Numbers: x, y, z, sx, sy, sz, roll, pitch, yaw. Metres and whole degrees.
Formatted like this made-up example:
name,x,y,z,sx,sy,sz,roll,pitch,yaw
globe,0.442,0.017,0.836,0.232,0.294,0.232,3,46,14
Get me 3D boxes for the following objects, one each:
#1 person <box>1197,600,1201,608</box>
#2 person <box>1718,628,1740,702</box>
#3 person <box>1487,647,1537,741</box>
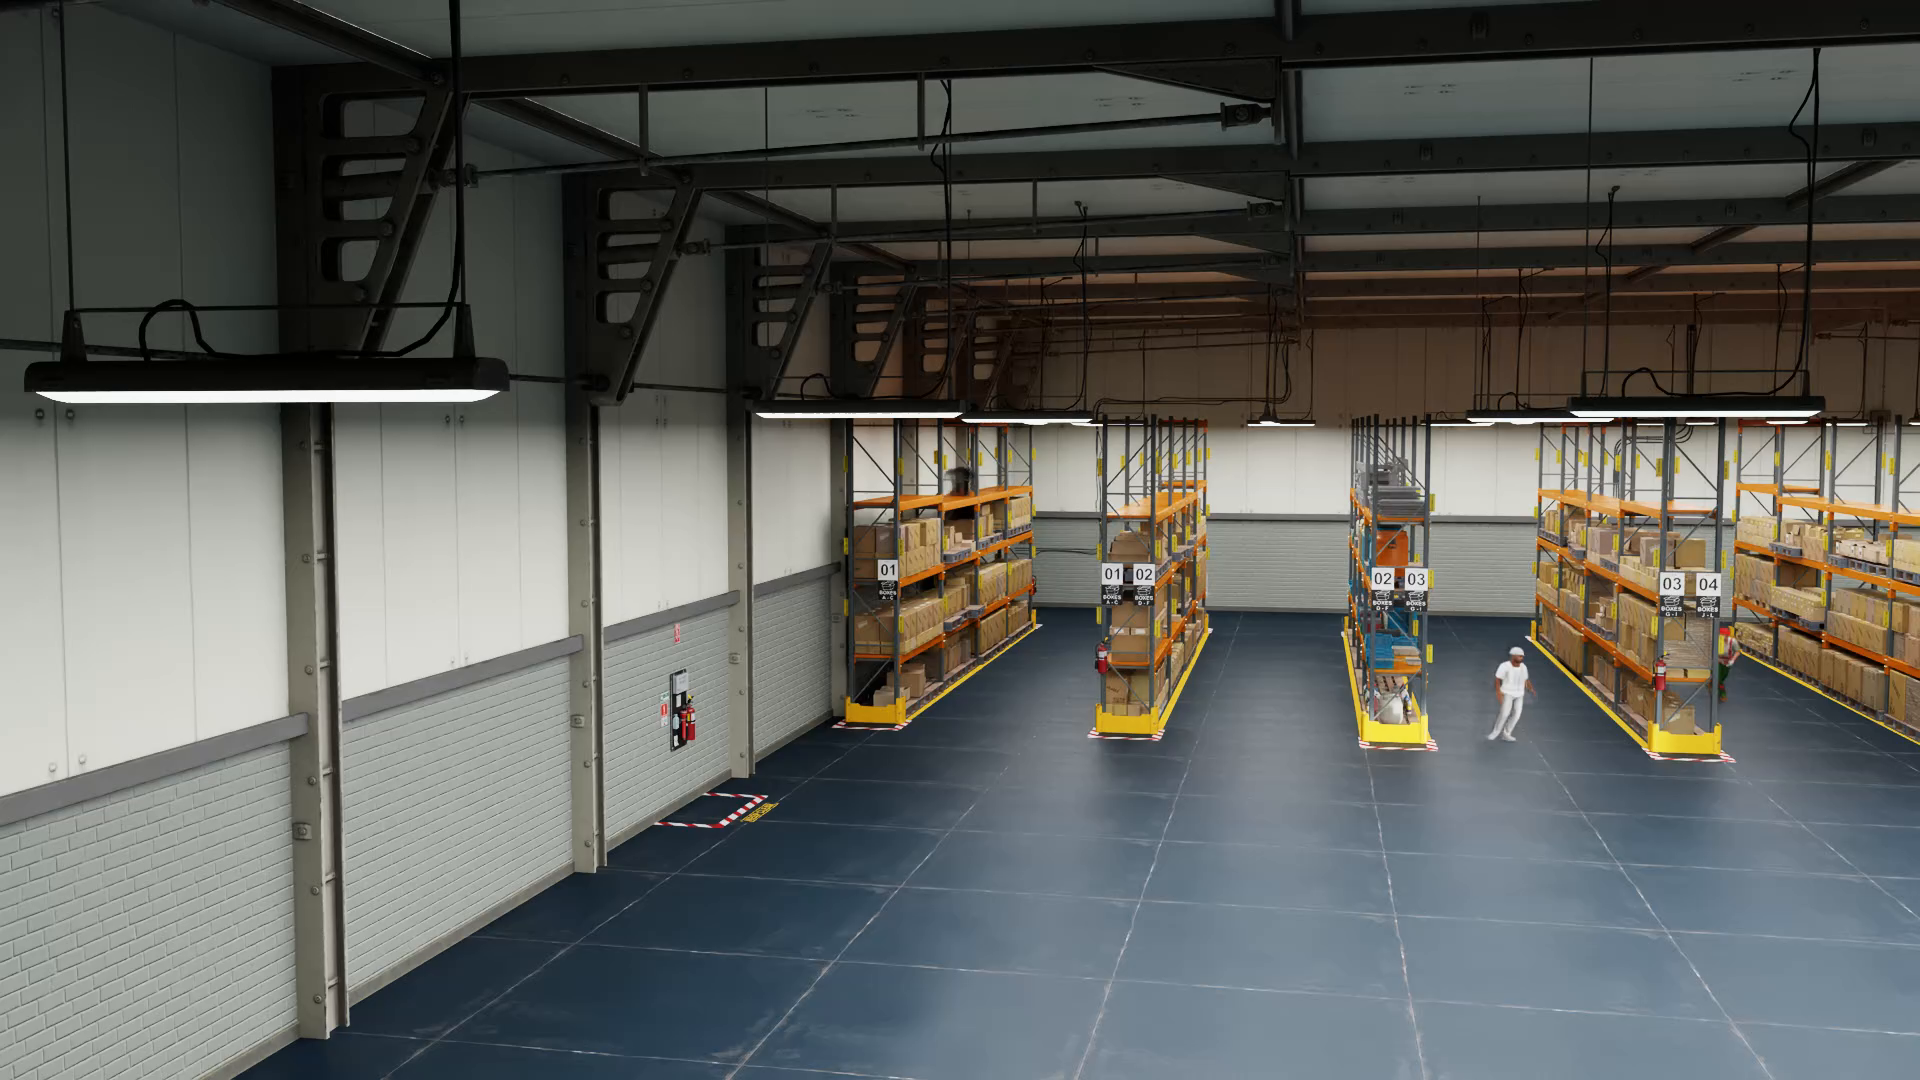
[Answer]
name,x,y,z,sx,sy,sz,roll,pitch,yaw
person,6.661,1.687,48.312,0.713,1.640,0.696,-3,5,-35
person,16.107,2.594,35.136,0.646,1.580,1.178,1,4,20
person,10.087,2.830,30.397,0.792,1.734,0.584,-1,4,-21
